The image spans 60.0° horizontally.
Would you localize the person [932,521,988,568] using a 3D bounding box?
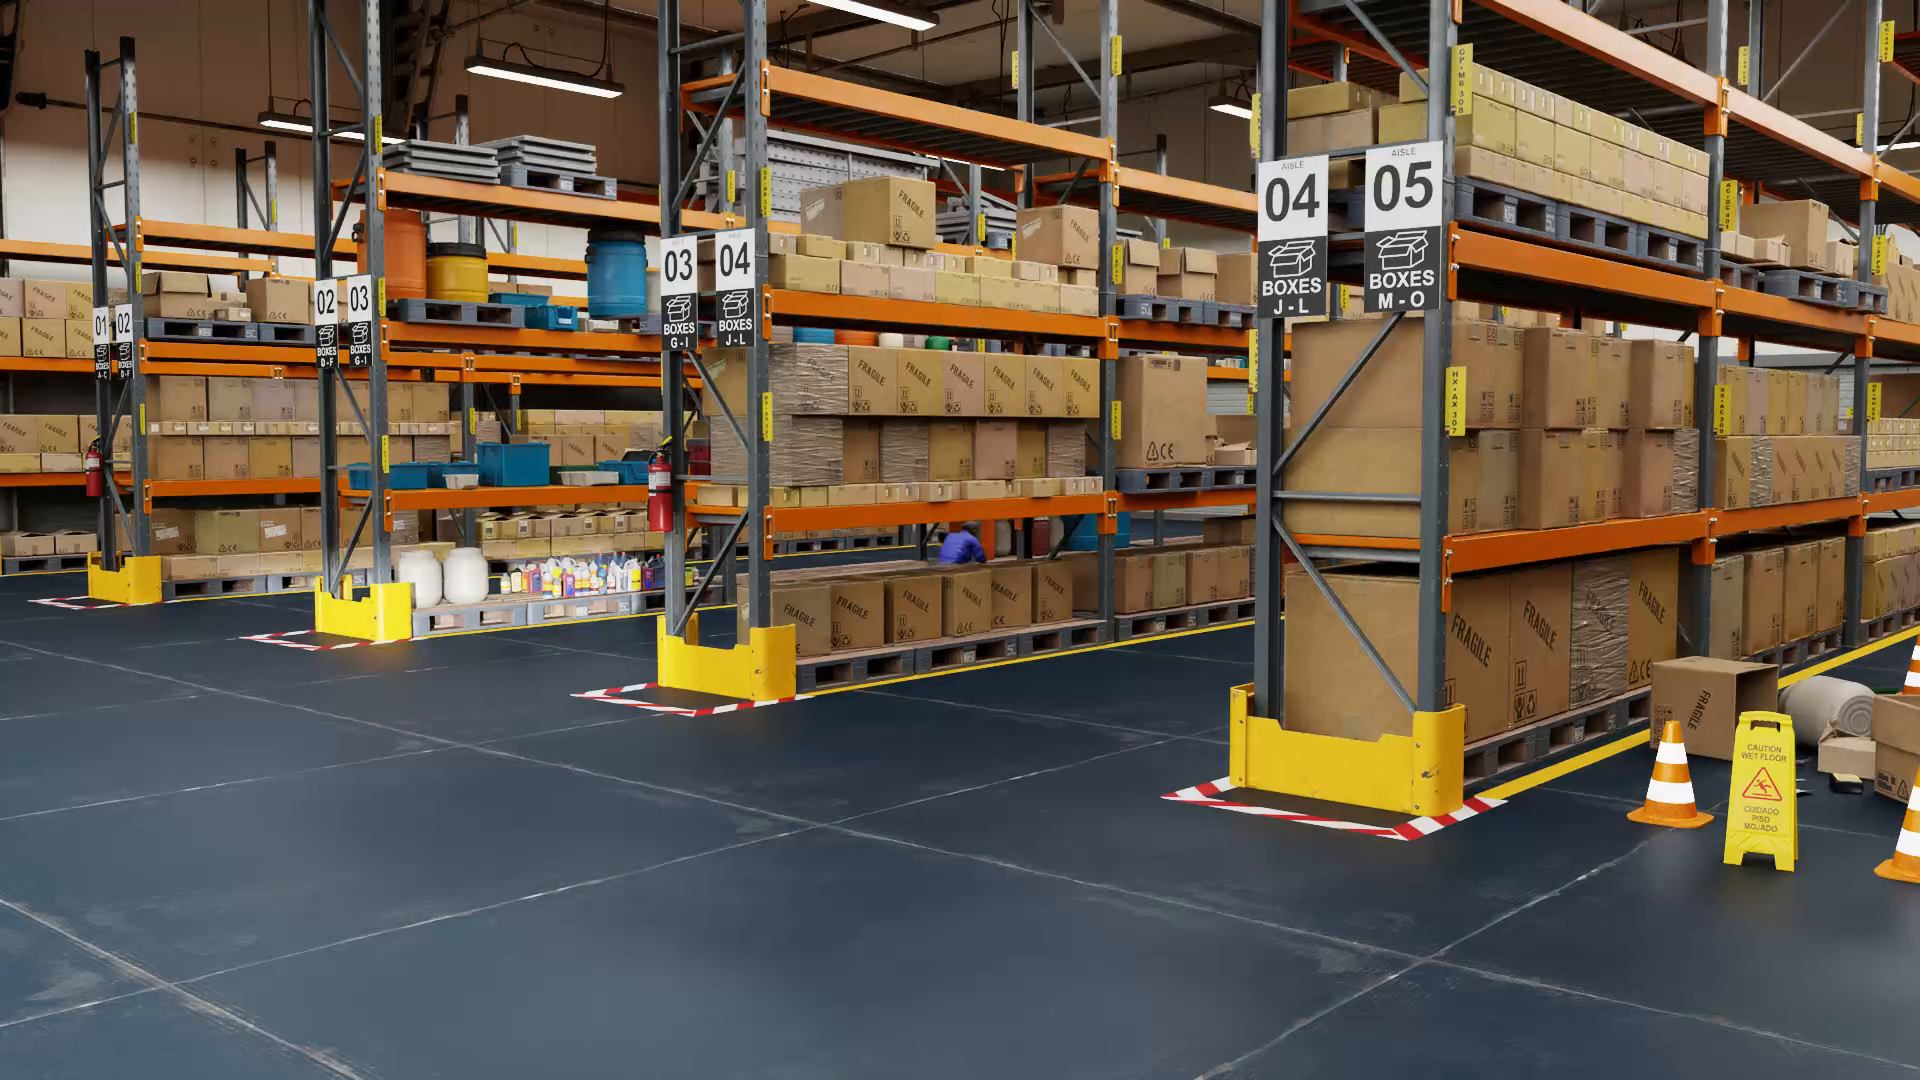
[{"bbox_3d":[0.018,0.264,17.323,0.507,0.918,0.818,3,5,41],"label":"person"}]
